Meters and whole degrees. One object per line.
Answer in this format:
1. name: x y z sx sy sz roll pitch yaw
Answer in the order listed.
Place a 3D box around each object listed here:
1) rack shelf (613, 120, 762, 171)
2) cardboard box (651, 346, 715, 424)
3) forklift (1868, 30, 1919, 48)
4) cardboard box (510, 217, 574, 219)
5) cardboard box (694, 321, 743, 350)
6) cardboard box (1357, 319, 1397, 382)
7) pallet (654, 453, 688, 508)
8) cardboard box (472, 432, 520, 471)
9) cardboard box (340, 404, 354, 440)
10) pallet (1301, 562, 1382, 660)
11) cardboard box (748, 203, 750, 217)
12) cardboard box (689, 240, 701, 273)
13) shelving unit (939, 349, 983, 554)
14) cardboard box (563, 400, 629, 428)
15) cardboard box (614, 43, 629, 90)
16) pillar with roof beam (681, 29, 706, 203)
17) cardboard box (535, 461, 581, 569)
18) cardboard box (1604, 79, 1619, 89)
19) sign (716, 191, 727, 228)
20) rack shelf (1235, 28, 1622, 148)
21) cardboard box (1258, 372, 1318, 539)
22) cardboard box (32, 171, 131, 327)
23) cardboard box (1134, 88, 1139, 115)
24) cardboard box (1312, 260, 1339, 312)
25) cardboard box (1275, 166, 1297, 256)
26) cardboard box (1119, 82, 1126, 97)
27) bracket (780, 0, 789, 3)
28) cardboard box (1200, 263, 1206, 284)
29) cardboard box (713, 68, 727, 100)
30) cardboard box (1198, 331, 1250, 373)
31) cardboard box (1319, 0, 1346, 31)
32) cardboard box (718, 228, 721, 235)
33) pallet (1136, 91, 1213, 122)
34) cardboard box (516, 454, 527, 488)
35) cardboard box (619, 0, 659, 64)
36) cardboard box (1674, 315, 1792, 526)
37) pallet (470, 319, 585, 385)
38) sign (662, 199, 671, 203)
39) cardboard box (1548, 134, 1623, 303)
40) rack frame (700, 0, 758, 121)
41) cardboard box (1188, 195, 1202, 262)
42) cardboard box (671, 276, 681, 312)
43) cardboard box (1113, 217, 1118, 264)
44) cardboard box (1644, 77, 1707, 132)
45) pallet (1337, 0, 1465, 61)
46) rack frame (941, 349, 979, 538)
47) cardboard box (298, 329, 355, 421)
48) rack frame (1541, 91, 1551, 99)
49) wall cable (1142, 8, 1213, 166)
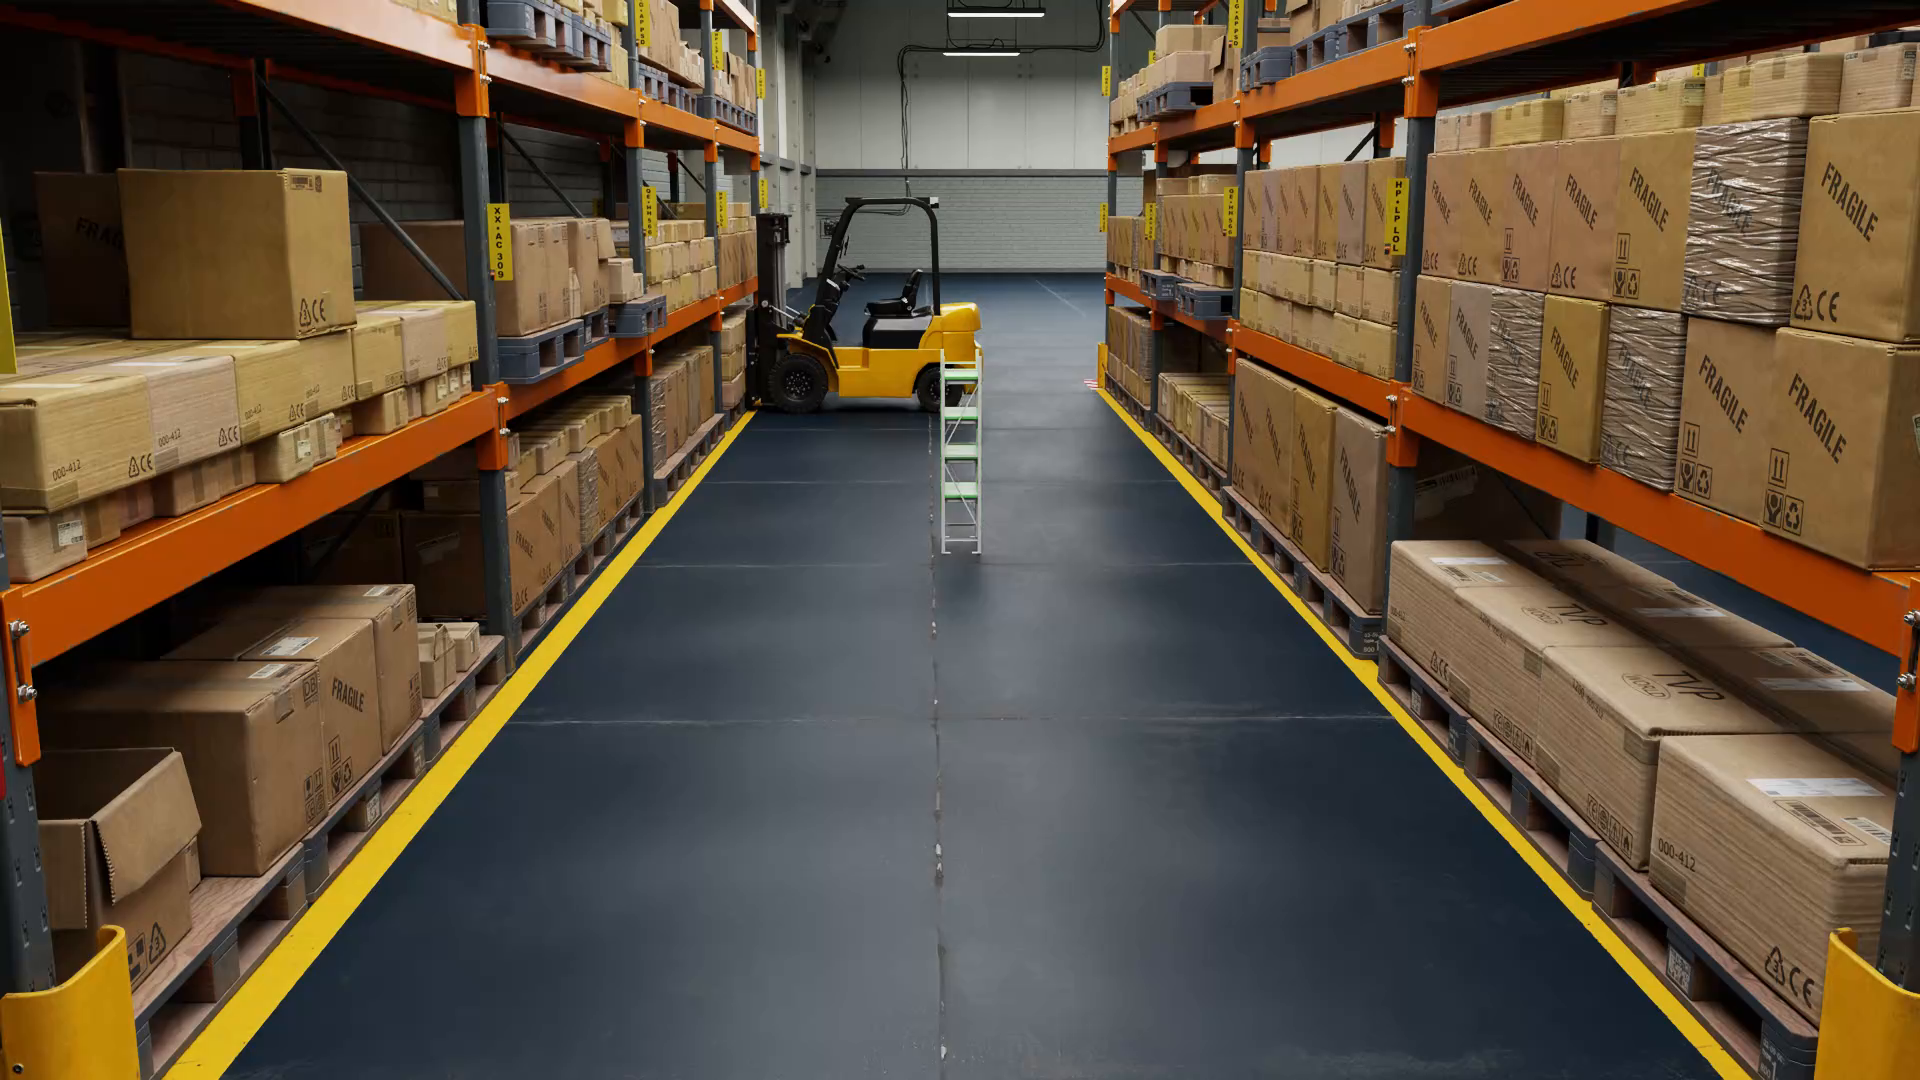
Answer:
1. rack shelf: -2.733 -3.959 16.796 1.077 0.370 4.000 0 11 -1
2. cardboard box: -2.669 -1.383 14.747 0.875 0.625 0.625 0 11 1
3. forklift: 4.989 -1.184 9.025 1.130 2.935 3.031 0 11 2
4. cardboard box: -2.754 -1.801 10.585 0.500 0.500 0.500 0 11 2
5. cardboard box: -2.388 -1.992 16.177 0.500 0.250 0.500 0 11 -1
6. cardboard box: 2.175 -0.890 7.778 0.500 0.250 0.500 -1 11 -3
7. pallet: -2.587 -0.446 12.229 1.003 0.211 1.213 0 11 -1
8. cardboard box: -2.321 -0.422 7.948 0.380 0.149 0.250 -1 11 -4
9. cardboard box: -2.305 -0.411 5.671 0.380 0.149 0.250 0 11 0
10. pallet: 2.345 0.338 8.361 1.003 0.211 1.213 0 11 -1
11. cardboard box: -2.487 -3.581 18.035 0.380 0.149 0.250 0 11 0
12. cardboard box: -2.403 -2.315 13.548 0.500 0.250 0.500 0 11 0
13. shelving unit: 0.003 -0.555 10.278 0.258 1.200 0.503 0 11 -1
14. cardboard box: -2.309 -0.797 10.541 0.380 0.149 0.250 -1 11 -4
15. cardboard box: -2.355 -2.945 10.363 0.500 0.250 0.500 -1 11 -3
16. pillar with roof beam: 0.519 -7.248 23.652 9.100 9.000 0.400 0 11 -1
17. cardboard box: -2.338 -0.137 8.921 0.500 0.500 0.500 -1 11 -3
18. cardboard box: 6.921 -4.700 16.960 0.500 0.250 0.500 0 11 -1
19. sign: -2.149 -2.977 14.977 0.100 0.325 0.005 0 11 -1
20. rack shelf: 2.395 -2.390 9.062 1.077 0.370 4.000 0 11 -1
21. cardboard box: 2.299 -0.520 9.865 0.875 0.875 0.875 0 11 0
22. cardboard box: -2.761 -0.997 5.671 0.500 0.500 0.500 -1 11 -3
23. cardboard box: 1.985 -4.296 16.277 0.500 0.250 0.500 0 11 -2
24. cardboard box: 2.150 -1.336 8.718 0.500 0.250 0.500 0 11 0
25. cardboard box: 2.135 -1.909 9.658 0.500 0.500 0.500 0 11 0
26. cardboard box: 1.887 -4.777 17.642 0.380 0.149 0.250 0 11 -1
27. bracket: -3.669 -11.299 34.565 0.235 0.232 0.430 0 11 -1
28. cardboard box: 1.987 -1.970 12.302 0.380 0.149 0.250 -1 11 -4
29. cardboard box: -2.465 -4.292 15.542 0.500 0.311 0.500 0 11 0
30. cardboard box: 2.529 -1.810 15.908 0.500 0.500 0.500 0 11 2
31. cardboard box: 2.564 -3.199 9.932 0.700 0.500 0.500 -1 11 -4
32. cardboard box: -2.442 -2.927 15.560 0.380 0.149 0.250 0 11 0
33. pallet: 2.178 -3.720 14.281 1.213 0.211 1.003 0 11 -1
34. cardboard box: -2.367 -0.331 8.245 0.380 0.149 0.250 -1 11 -4
35. cardboard box: -2.380 -3.568 11.499 0.500 0.500 0.500 0 11 -1
36. cardboard box: 2.249 -0.324 4.359 0.500 0.500 0.500 0 11 -2
37. pallet: -2.433 -0.919 8.029 1.003 0.211 1.213 0 11 -1
38. sign: -3.329 -3.702 18.883 0.100 0.325 0.005 0 11 -1
39. cardboard box: 2.216 -1.016 5.257 0.500 0.500 0.500 0 11 -2
40. rack frame: -2.774 -6.180 18.386 1.000 3.000 0.127 0 11 -1
41. cardboard box: 2.033 -2.363 12.608 0.500 0.500 0.500 -1 12 -5
42. cardboard box: -2.397 -1.867 12.596 0.500 0.250 0.500 -1 11 -3
43. cardboard box: 1.935 -3.257 18.070 0.500 0.500 0.500 0 11 1
44. cardboard box: 2.230 -1.261 4.833 0.380 0.149 0.250 0 11 0
45. pallet: 2.368 -2.434 7.947 0.805 0.209 1.217 -1 11 -3
46. rack frame: -0.002 -0.604 10.517 0.240 1.200 0.015 0 11 -1
47. cardboard box: -2.240 -0.525 5.232 0.500 0.250 0.500 -1 11 -3
48. rack frame: 7.135 -6.241 18.690 1.000 3.000 0.127 0 11 -1
49. wall cable: 6.472 -14.295 49.833 2.305 6.003 0.169 0 11 -1
